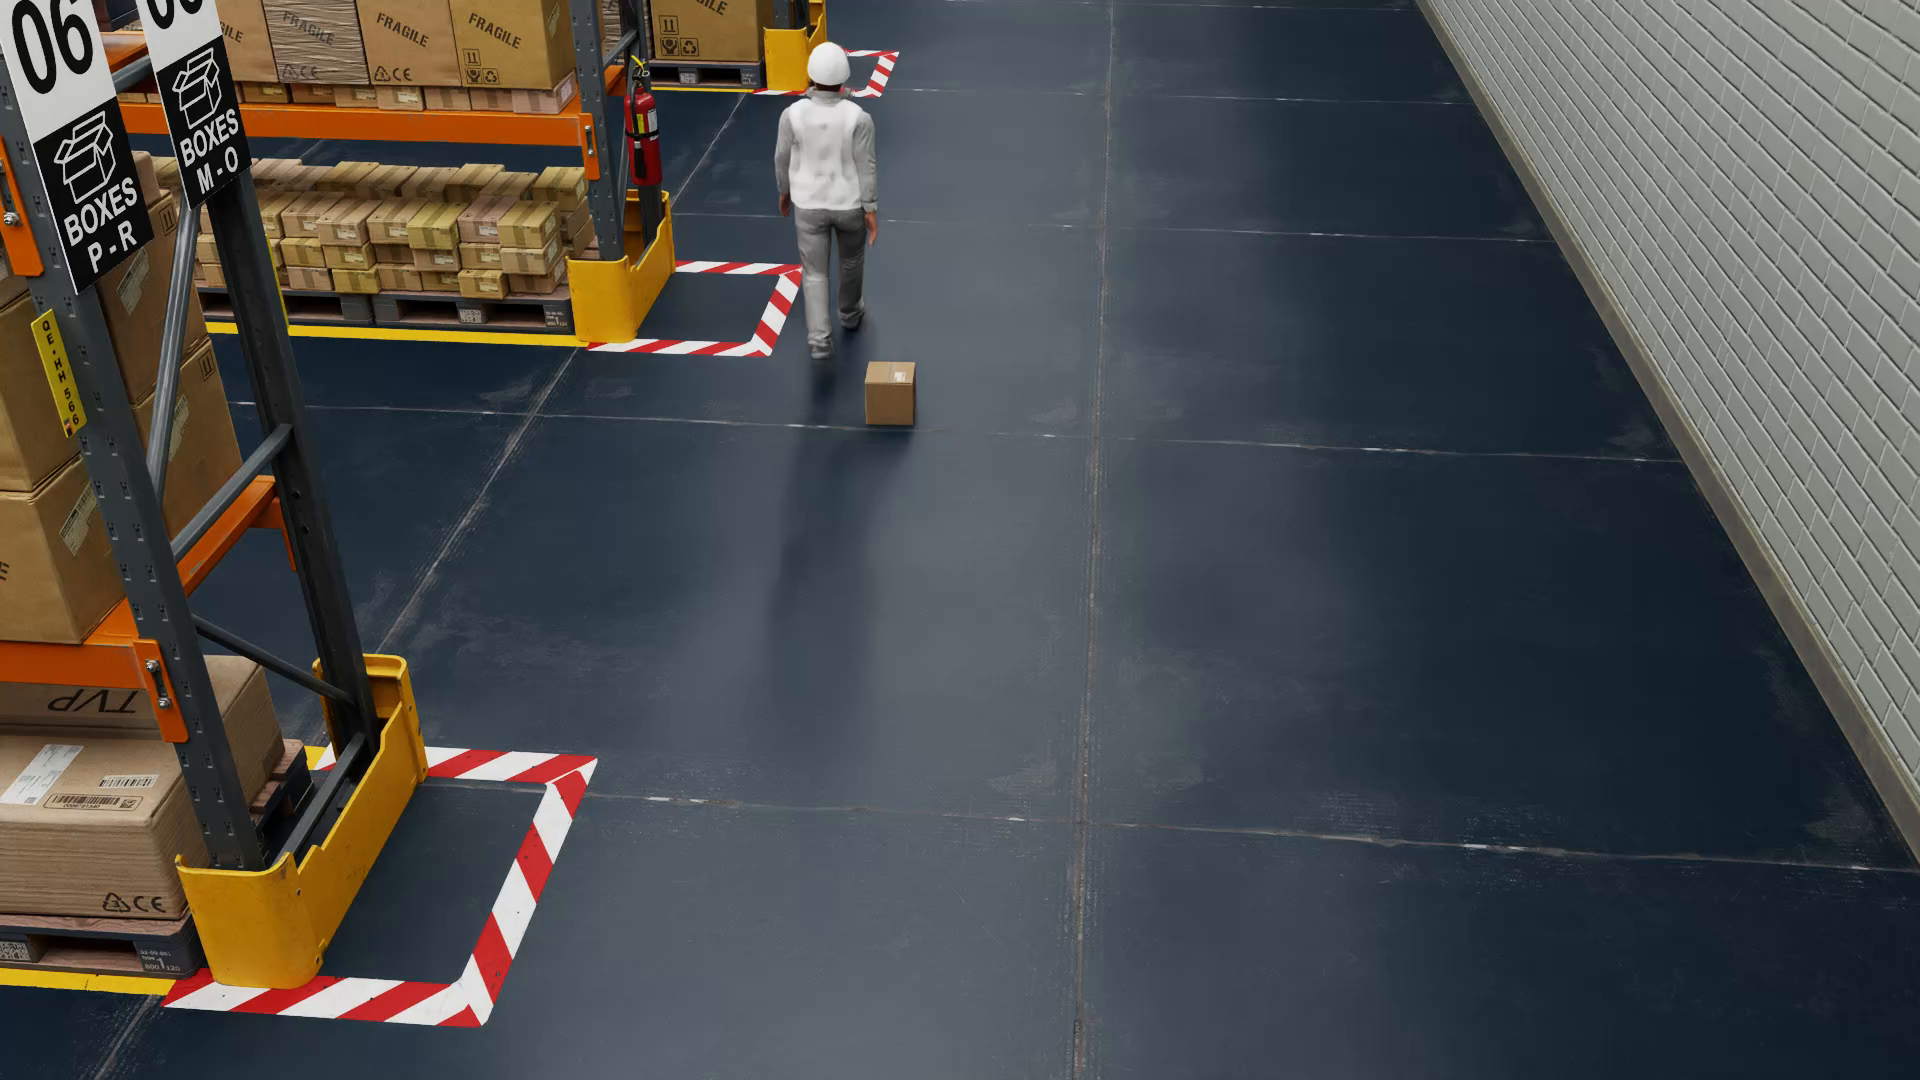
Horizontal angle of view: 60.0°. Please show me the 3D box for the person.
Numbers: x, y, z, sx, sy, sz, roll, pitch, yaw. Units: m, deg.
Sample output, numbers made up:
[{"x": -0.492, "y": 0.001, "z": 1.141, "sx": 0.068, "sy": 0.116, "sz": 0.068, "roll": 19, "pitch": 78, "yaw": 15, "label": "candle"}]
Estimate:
[{"x": -0.727, "y": -1.866, "z": 9.131, "sx": 0.558, "sy": 1.734, "sz": 0.991, "roll": -1, "pitch": 32, "yaw": -2, "label": "person"}]
